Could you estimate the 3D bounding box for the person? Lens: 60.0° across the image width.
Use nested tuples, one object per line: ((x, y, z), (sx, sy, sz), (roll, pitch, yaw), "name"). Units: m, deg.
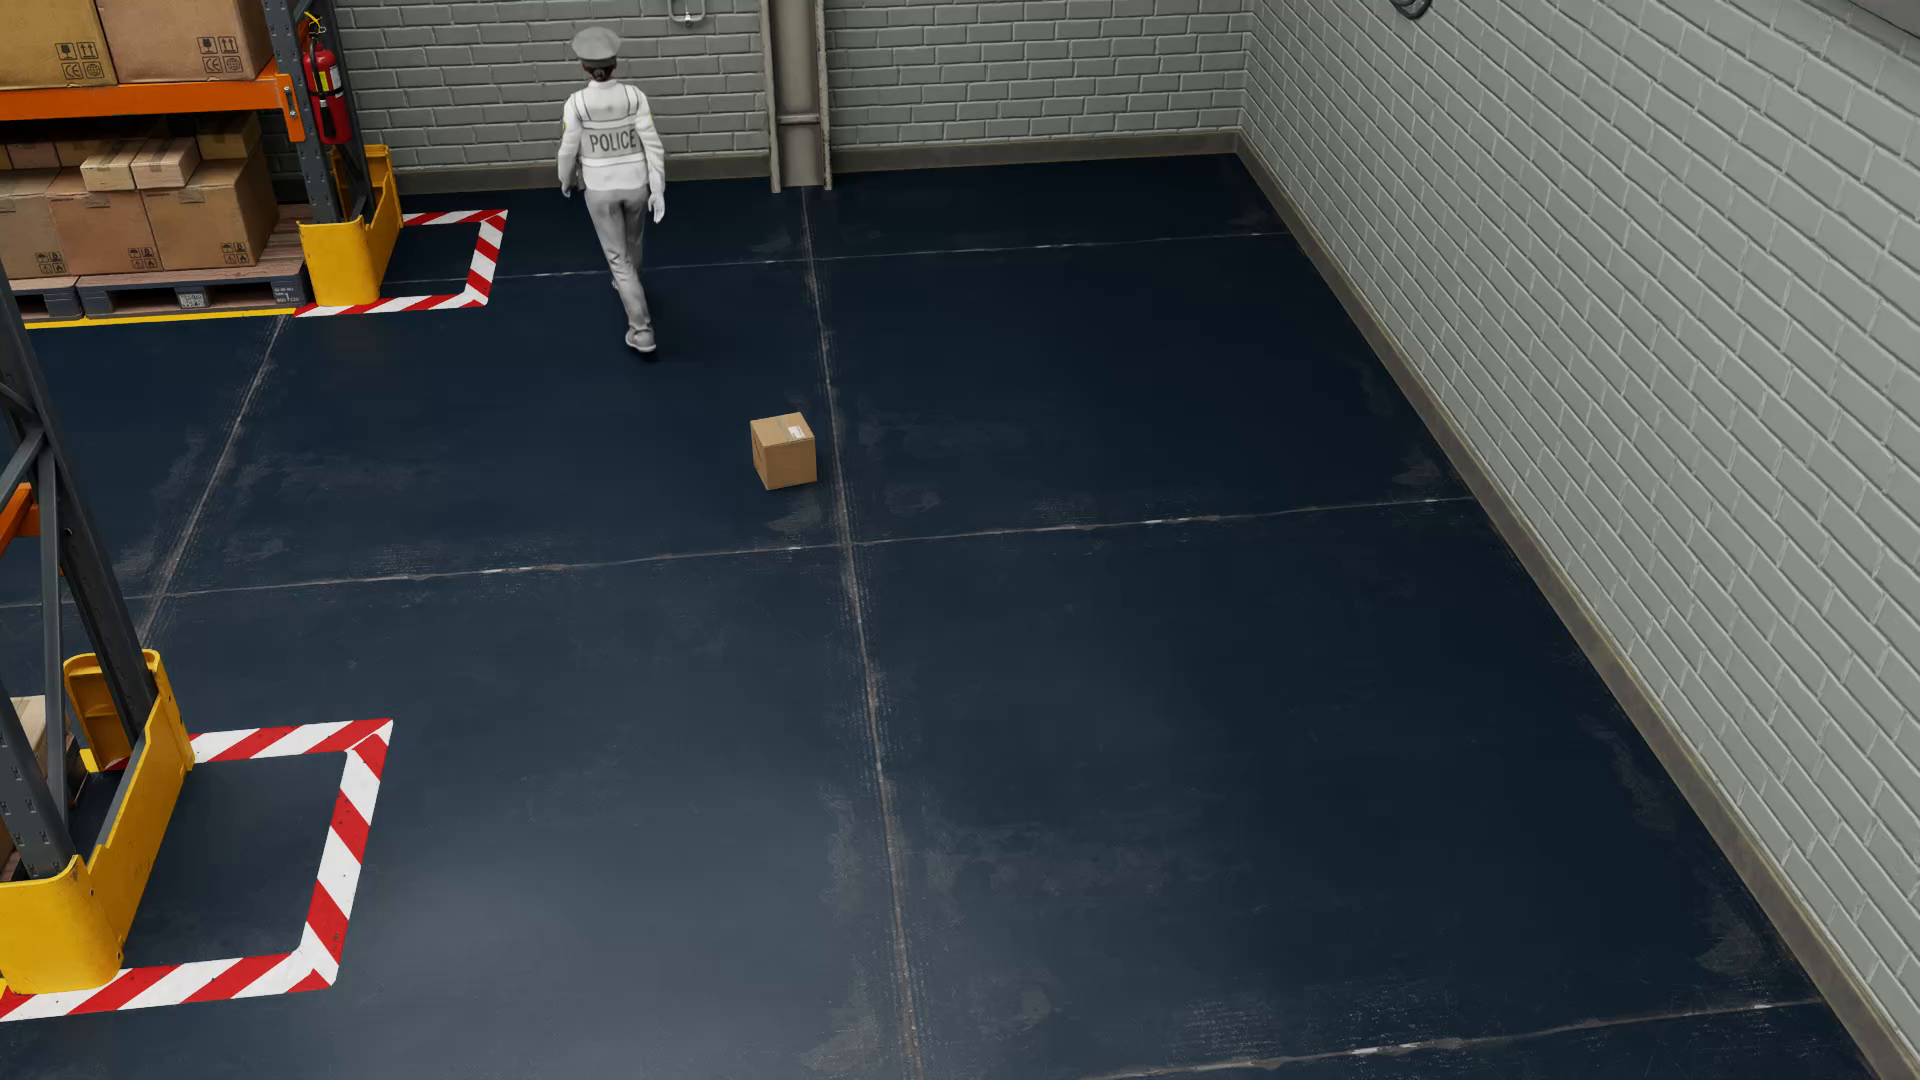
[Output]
((-1.845, -1.908, 8.838), (0.484, 1.623, 0.995), (-16, 38, -22), "person")
